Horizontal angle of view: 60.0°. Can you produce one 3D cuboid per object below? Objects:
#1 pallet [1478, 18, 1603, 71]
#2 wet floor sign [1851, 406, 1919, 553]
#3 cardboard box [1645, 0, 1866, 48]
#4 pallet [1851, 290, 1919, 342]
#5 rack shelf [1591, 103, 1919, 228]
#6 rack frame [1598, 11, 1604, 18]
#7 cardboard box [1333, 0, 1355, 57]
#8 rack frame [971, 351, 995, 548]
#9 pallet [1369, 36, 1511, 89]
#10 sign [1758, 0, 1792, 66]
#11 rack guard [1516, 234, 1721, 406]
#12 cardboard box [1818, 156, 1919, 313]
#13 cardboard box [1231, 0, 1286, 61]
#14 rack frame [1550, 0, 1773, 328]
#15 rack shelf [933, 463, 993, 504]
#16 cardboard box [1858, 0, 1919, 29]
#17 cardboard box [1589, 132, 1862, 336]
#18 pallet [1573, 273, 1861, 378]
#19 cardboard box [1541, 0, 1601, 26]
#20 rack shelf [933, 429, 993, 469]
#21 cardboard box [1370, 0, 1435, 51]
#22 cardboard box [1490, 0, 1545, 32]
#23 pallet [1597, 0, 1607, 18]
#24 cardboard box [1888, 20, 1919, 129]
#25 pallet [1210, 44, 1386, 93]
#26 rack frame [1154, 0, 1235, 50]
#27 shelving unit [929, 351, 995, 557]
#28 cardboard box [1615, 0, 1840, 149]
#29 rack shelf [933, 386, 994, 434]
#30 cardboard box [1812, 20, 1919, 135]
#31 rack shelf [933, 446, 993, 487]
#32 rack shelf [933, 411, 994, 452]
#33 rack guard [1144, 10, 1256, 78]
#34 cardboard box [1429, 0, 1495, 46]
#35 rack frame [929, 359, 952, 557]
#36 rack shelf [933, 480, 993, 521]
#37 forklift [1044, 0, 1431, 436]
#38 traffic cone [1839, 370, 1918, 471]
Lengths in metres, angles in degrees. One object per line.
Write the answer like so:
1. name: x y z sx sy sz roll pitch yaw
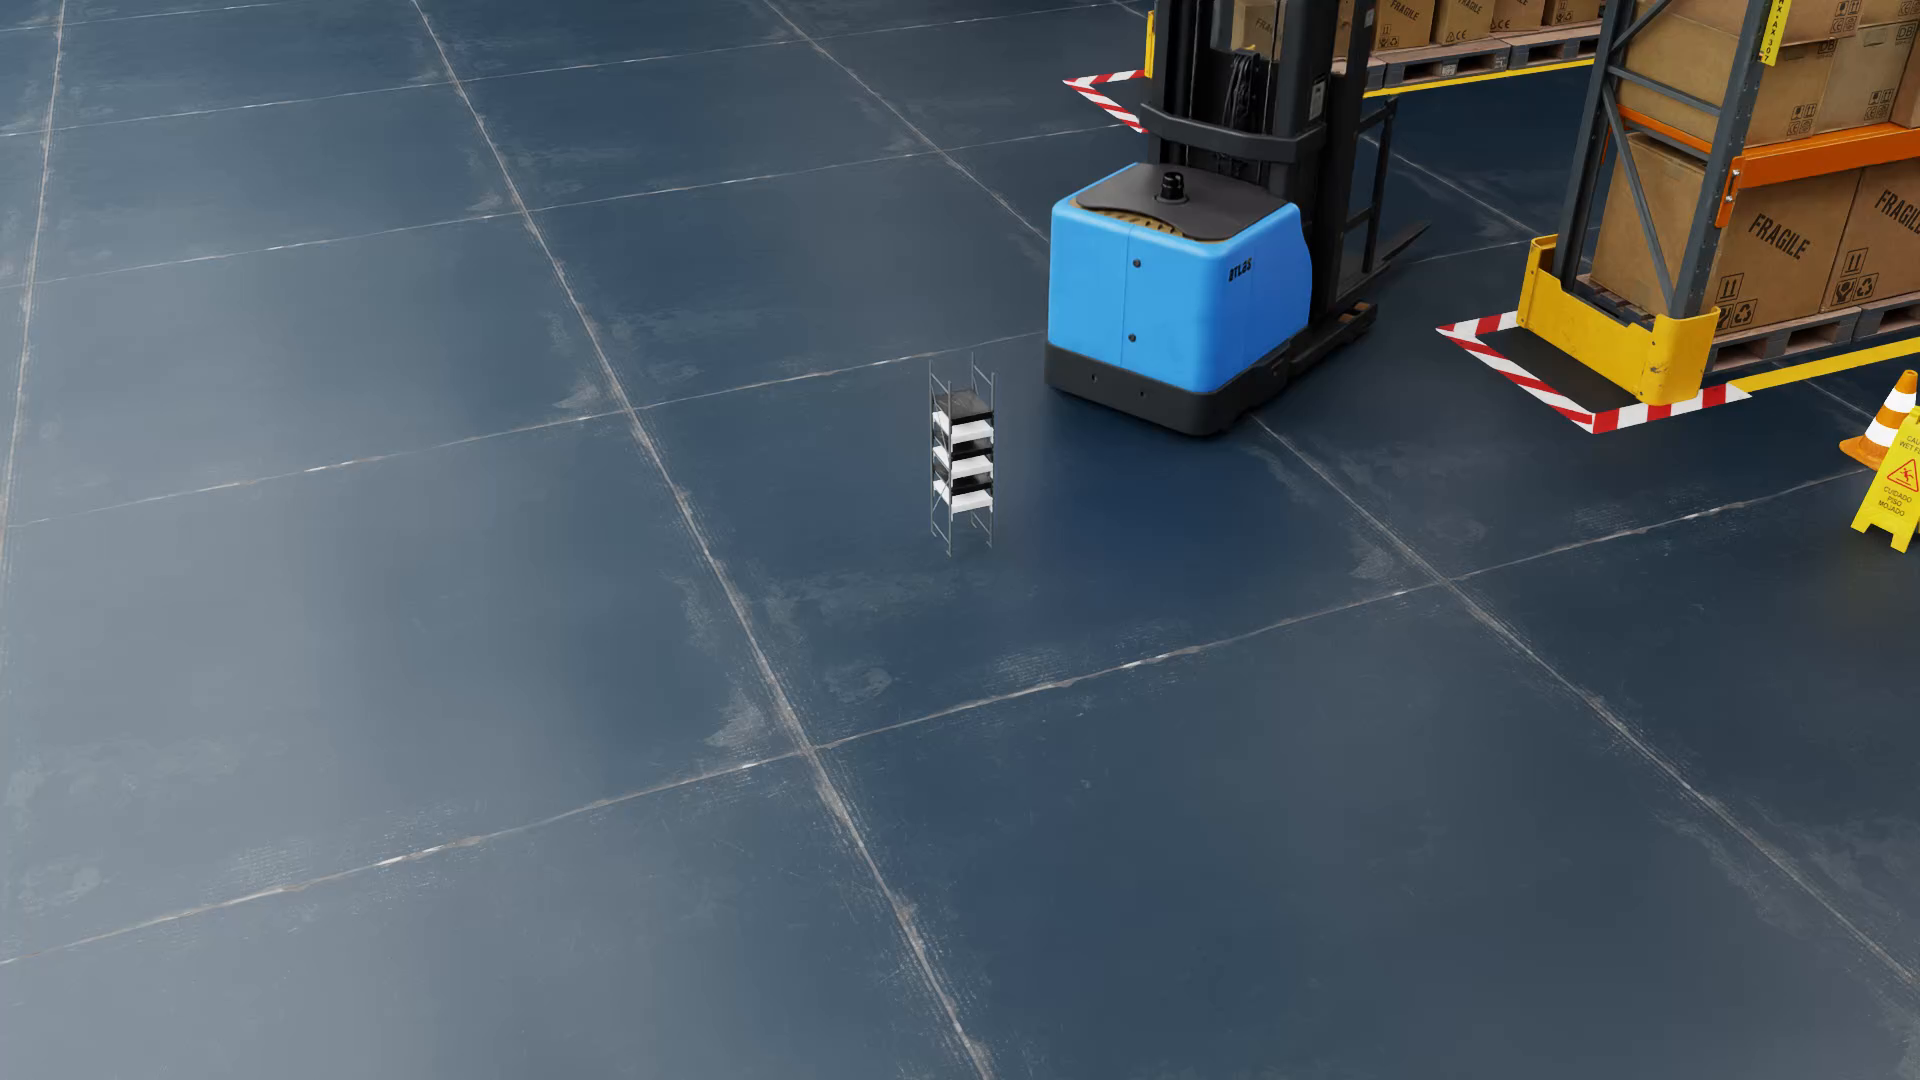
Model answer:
1. pallet: 4.886 -4.324 14.202 1.213 0.211 1.003 -13 35 -19
2. wet floor sign: 4.370 -0.304 7.625 0.232 0.644 0.267 -19 38 -27
3. cardboard box: 3.987 -2.867 8.278 0.550 0.550 0.875 -13 35 -19
4. pallet: 5.460 -1.587 9.996 1.213 0.211 1.003 -13 35 -19
5. rack shelf: 5.474 -2.413 9.368 4.000 0.370 1.077 -13 35 -19
6. rack frame: 5.491 -5.652 13.687 0.127 3.000 1.000 -13 35 -19
7. cardboard box: 2.923 -4.203 13.366 0.500 0.500 0.500 -4 33 -6
8. rack frame: 0.101 -0.400 7.540 0.006 0.900 0.240 -13 35 -19
9. pallet: 3.759 -4.064 13.803 1.213 0.211 1.003 -13 35 -19
10. sign: 3.839 -2.408 7.834 0.005 0.325 0.100 -13 35 -19
11. rack guard: 3.608 -1.240 9.197 0.348 0.500 1.175 -13 35 -19
12. cardboard box: 5.040 -1.941 9.546 0.875 0.875 0.875 -13 35 -20
13. cardboard box: 2.385 -4.060 13.146 0.500 0.500 0.500 -7 34 -10
14. rack frame: 3.630 -2.292 8.523 0.127 3.000 1.000 -13 35 -19
15. rack shelf: 0.007 -0.276 7.574 0.200 0.077 0.258 -13 35 -19
16. cardboard box: 4.459 -3.029 8.528 0.550 0.550 0.875 -13 35 -19
17. cardboard box: 4.230 -1.754 9.259 0.875 0.875 0.875 -13 35 -19
18. pallet: 4.337 -1.332 9.603 1.213 0.211 1.003 -13 35 -19
19. cardboard box: 5.107 -4.716 14.155 0.500 0.500 0.500 -14 36 -20
20. rack shelf: 0.007 -0.426 7.476 0.200 0.077 0.258 -13 35 -19
21. cardboard box: 3.508 -4.326 13.555 0.500 0.500 0.500 -10 34 -14
22. cardboard box: 4.582 -4.592 13.963 0.500 0.500 0.500 -2 33 -4
23. pallet: 6.209 -4.649 14.701 1.213 0.211 1.003 -13 35 -19
24. cardboard box: 5.018 -2.639 8.917 0.550 0.550 0.875 -13 35 -19
25. pallet: 2.636 -3.809 13.410 1.213 0.211 1.003 -13 35 -19
26. rack frame: 1.803 -4.808 12.389 0.127 3.000 1.000 -13 35 -19
27. shelving unit: 0.007 -0.379 7.507 0.210 0.900 0.258 -13 35 -19
28. cardboard box: 3.955 -2.456 8.637 0.550 0.550 0.875 -13 35 -19
29. rack shelf: 0.007 -0.577 7.378 0.200 0.077 0.258 -13 35 -19
30. cardboard box: 4.453 -2.584 8.833 0.550 0.550 0.875 -13 35 -19
31. rack shelf: 0.007 -0.351 7.525 0.200 0.077 0.258 -13 35 -19
32. rack shelf: 0.007 -0.502 7.427 0.200 0.077 0.258 -13 35 -19
33. rack guard: 1.873 -3.776 13.095 0.348 0.500 1.175 -13 35 -19
34. cardboard box: 4.040 -4.421 13.701 0.500 0.500 0.500 -16 36 -23
35. rack frame: -0.086 -0.357 7.474 0.006 0.900 0.240 -13 35 -19
36. rack shelf: 0.007 -0.200 7.624 0.200 0.077 0.258 -13 35 -19
37. forklift: 1.753 -2.498 8.901 1.130 2.935 3.031 23 40 31
38. traffic cone: 4.670 -0.627 8.290 0.334 0.463 0.336 -13 35 -19
